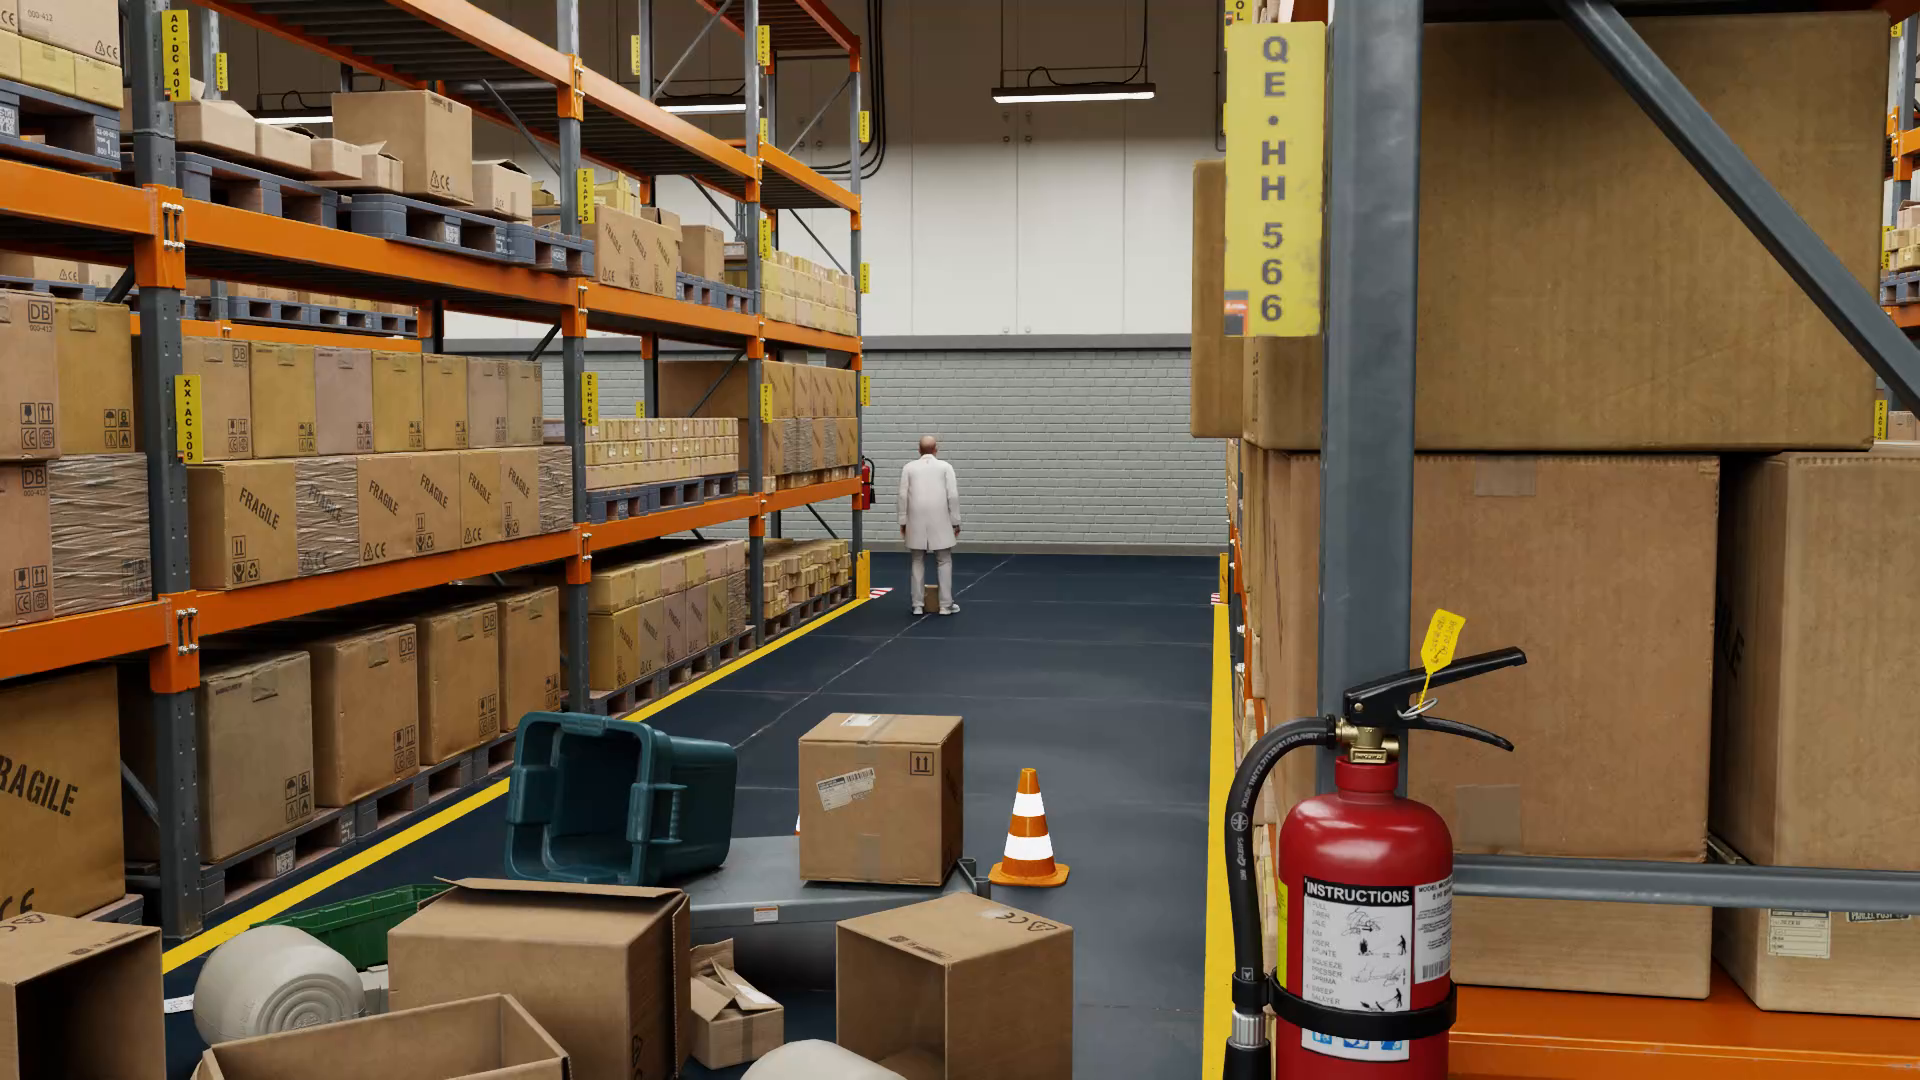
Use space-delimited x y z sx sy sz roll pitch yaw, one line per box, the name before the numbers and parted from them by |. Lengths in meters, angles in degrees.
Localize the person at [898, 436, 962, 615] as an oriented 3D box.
person | -0.303 -0.150 16.551 0.643 1.775 0.426 1 4 7
